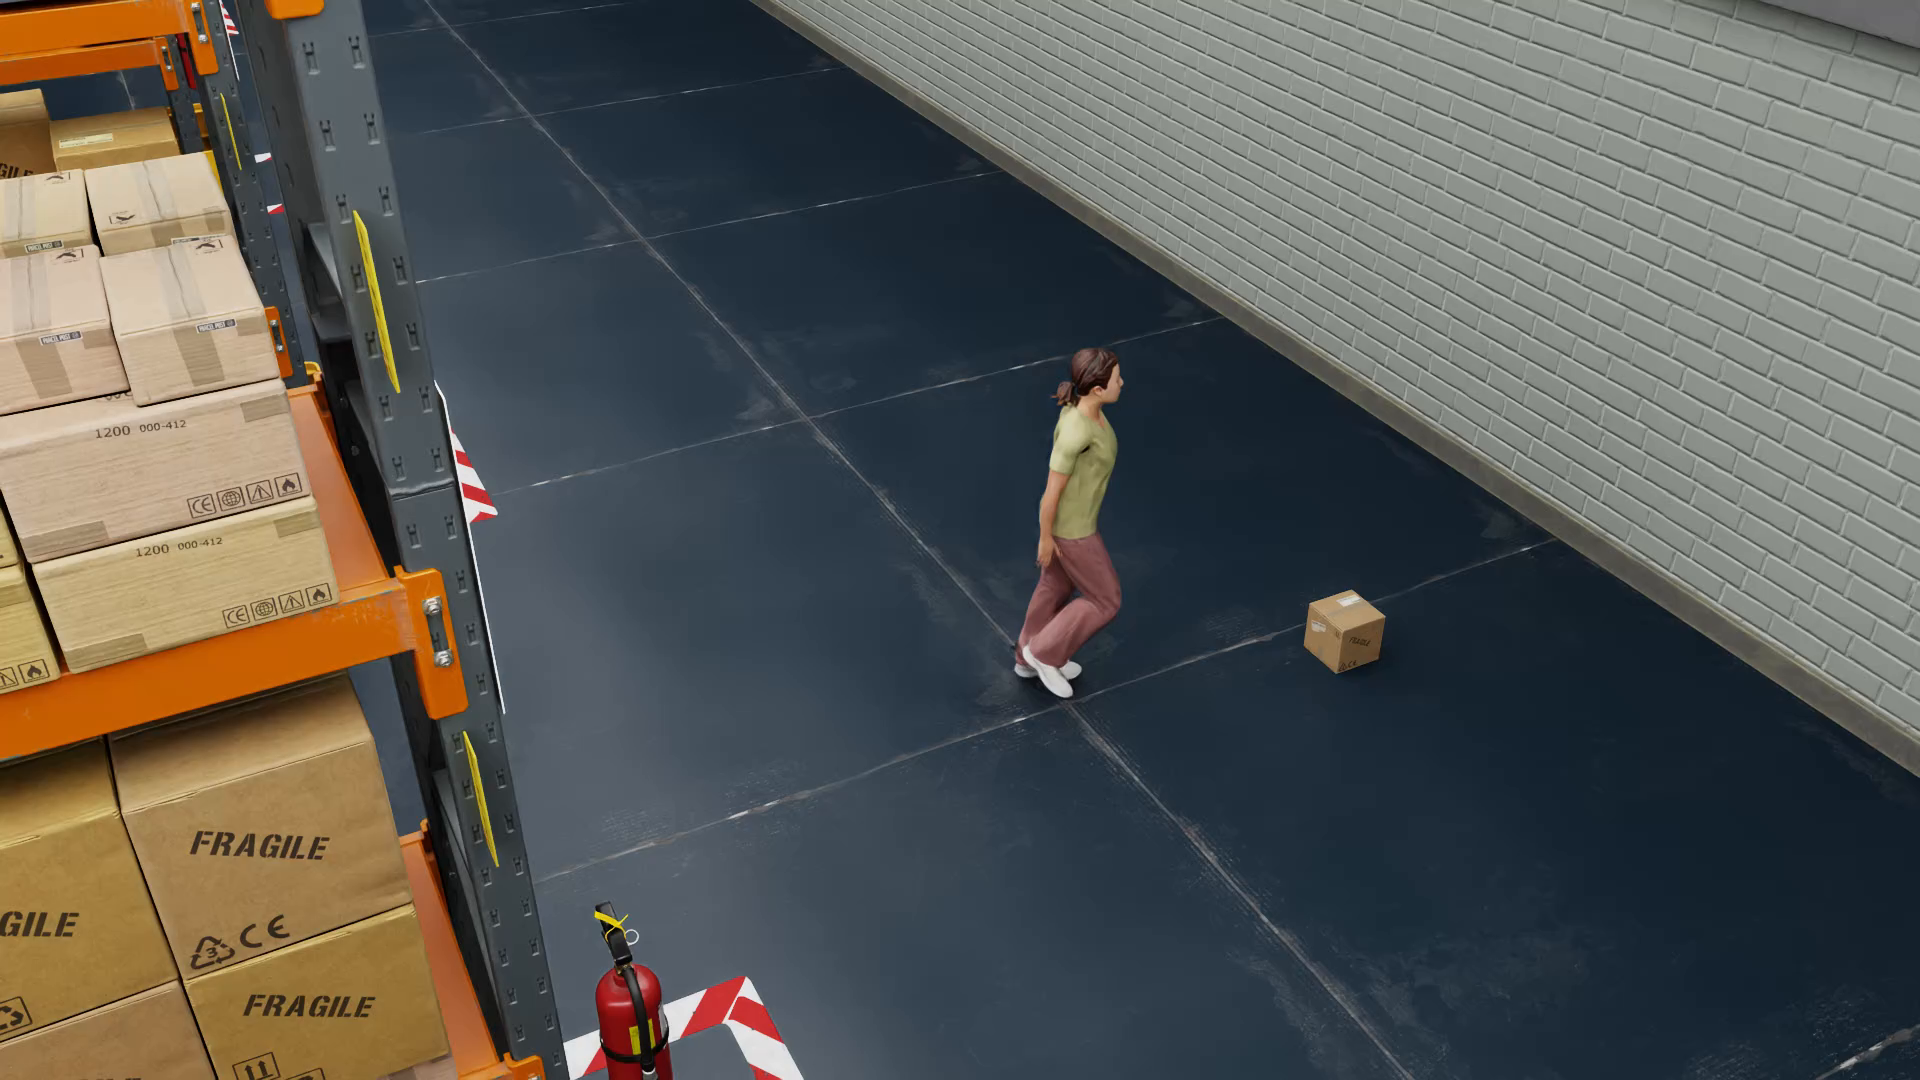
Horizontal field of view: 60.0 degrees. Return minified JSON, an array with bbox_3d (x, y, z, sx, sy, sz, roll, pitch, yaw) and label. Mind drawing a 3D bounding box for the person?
[{"bbox_3d":[0.487,-0.075,7.232,0.472,1.656,0.487,3,33,5],"label":"person"}]
